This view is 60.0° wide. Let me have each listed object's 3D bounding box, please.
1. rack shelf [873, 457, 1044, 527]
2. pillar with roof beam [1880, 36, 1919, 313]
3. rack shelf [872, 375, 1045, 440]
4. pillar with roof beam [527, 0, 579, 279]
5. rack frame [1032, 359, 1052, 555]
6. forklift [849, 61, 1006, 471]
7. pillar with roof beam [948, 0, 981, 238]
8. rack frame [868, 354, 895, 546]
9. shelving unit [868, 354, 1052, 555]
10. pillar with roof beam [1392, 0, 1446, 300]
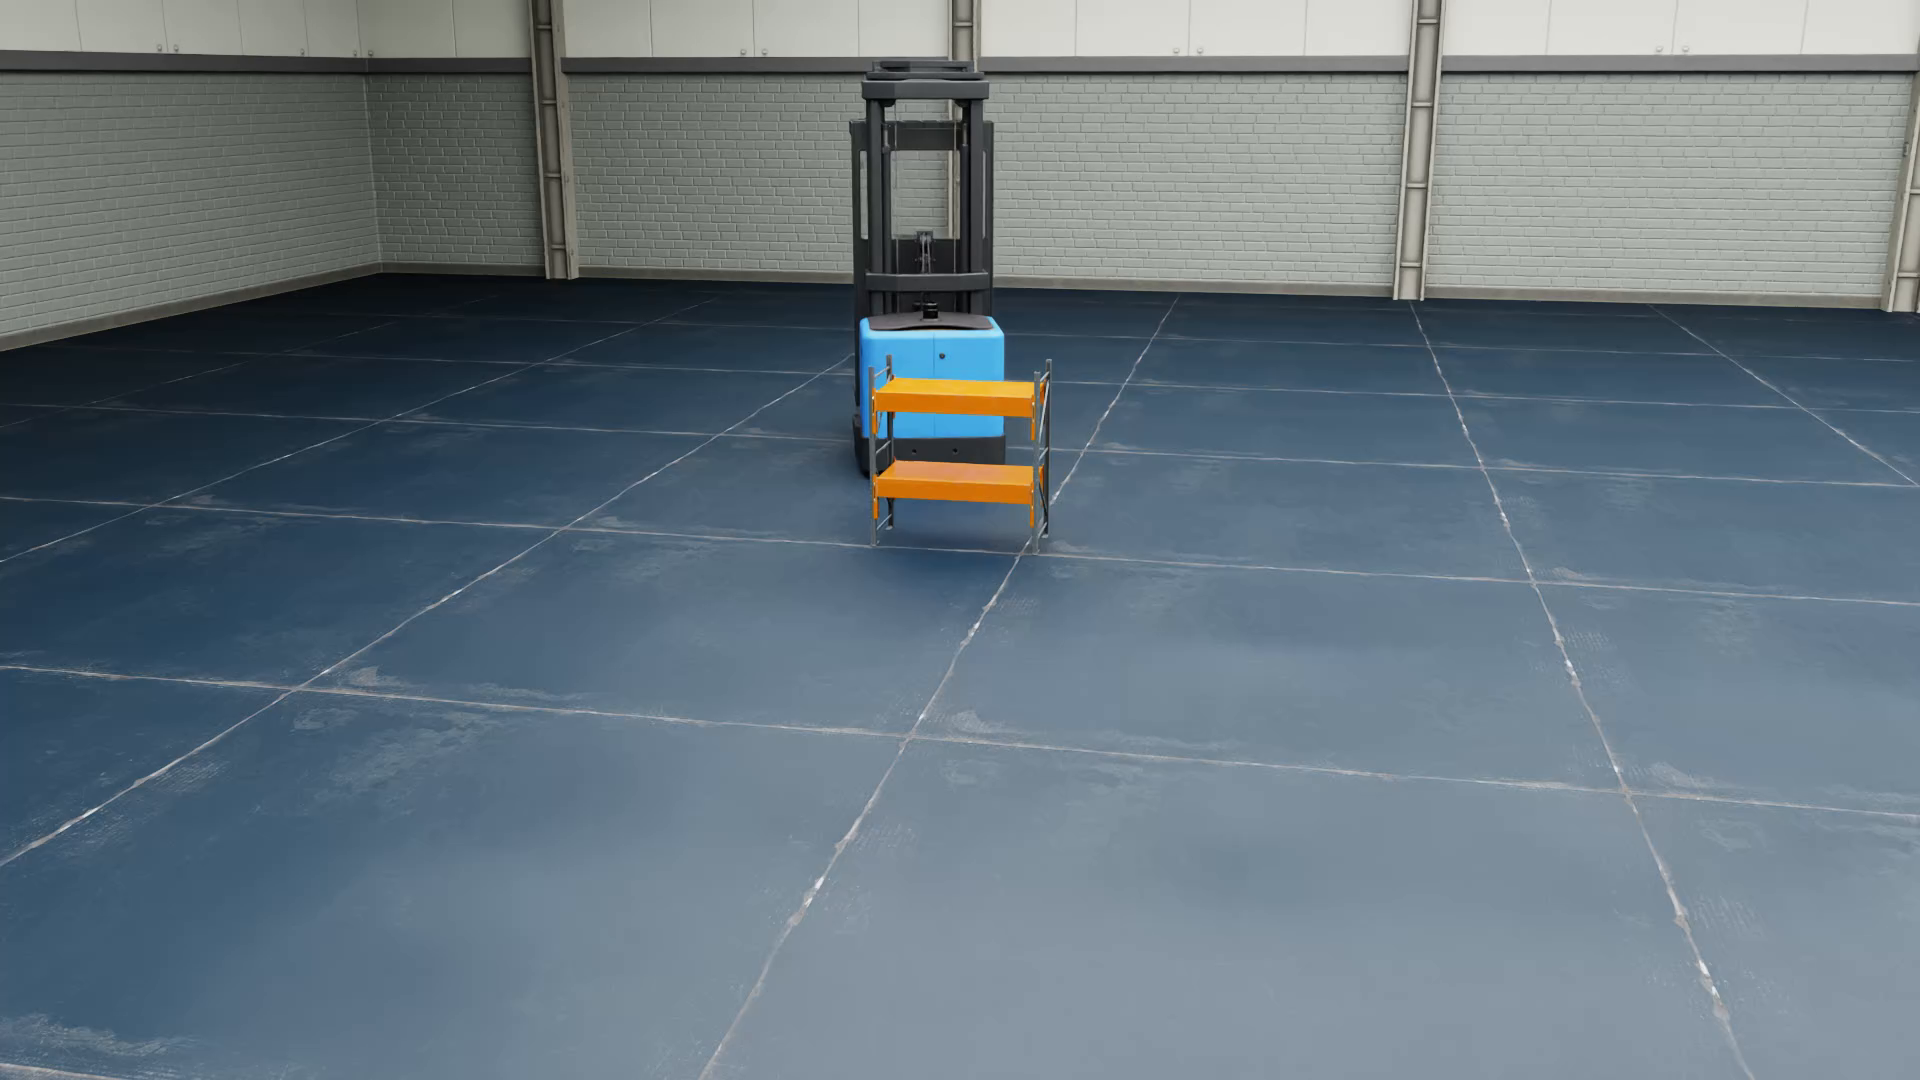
[{"bbox_3d":[0.007,-0.306,10.406,1.000,0.278,0.538,3,16,11],"label":"rack shelf"},{"bbox_3d":[10.962,-6.094,15.636,0.400,9.000,9.100,3,16,11],"label":"pillar with roof beam"},{"bbox_3d":[0.007,-0.824,10.262,1.000,0.278,0.538,3,16,11],"label":"rack shelf"},{"bbox_3d":[-6.677,-7.052,19.093,0.400,9.000,9.100,3,16,11],"label":"pillar with roof beam"},{"bbox_3d":[0.505,-0.515,10.243,0.032,1.125,0.500,3,16,11],"label":"rack frame"},{"bbox_3d":[-0.305,-2.251,13.127,1.130,2.935,3.031,-1,16,-5],"label":"forklift"},{"bbox_3d":[-0.797,-6.733,17.940,0.400,9.000,9.100,3,16,11],"label":"pillar with roof beam"},{"bbox_3d":[-0.492,-0.569,10.438,0.032,1.125,0.500,3,16,11],"label":"rack frame"},{"bbox_3d":[0.007,-0.542,10.341,1.048,1.125,0.538,3,16,11],"label":"shelving unit"},{"bbox_3d":[5.083,-6.413,16.788,0.400,9.000,9.100,3,16,11],"label":"pillar with roof beam"}]
